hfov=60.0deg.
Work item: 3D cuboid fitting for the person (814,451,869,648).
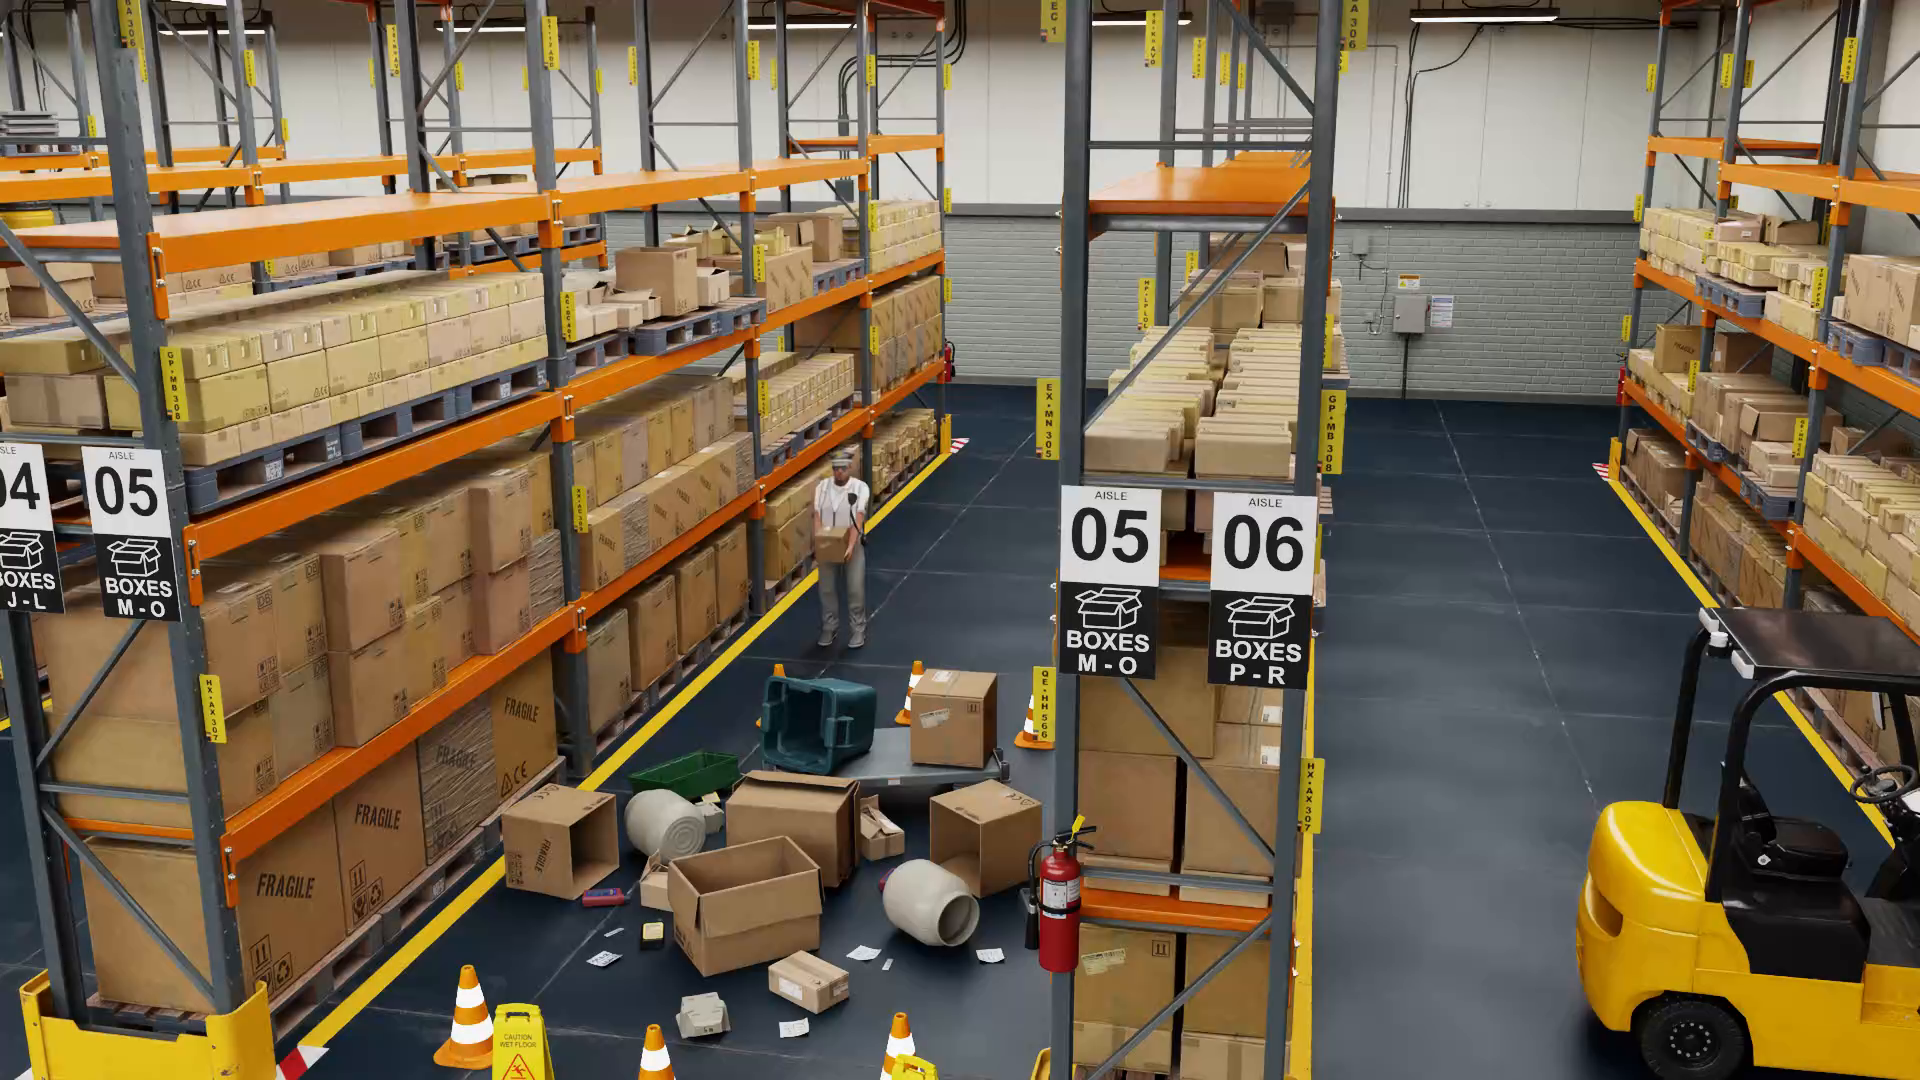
[{"bbox_3d":[-1.053,0.078,14.676,0.490,1.770,0.574,3,15,10],"label":"person"}]
